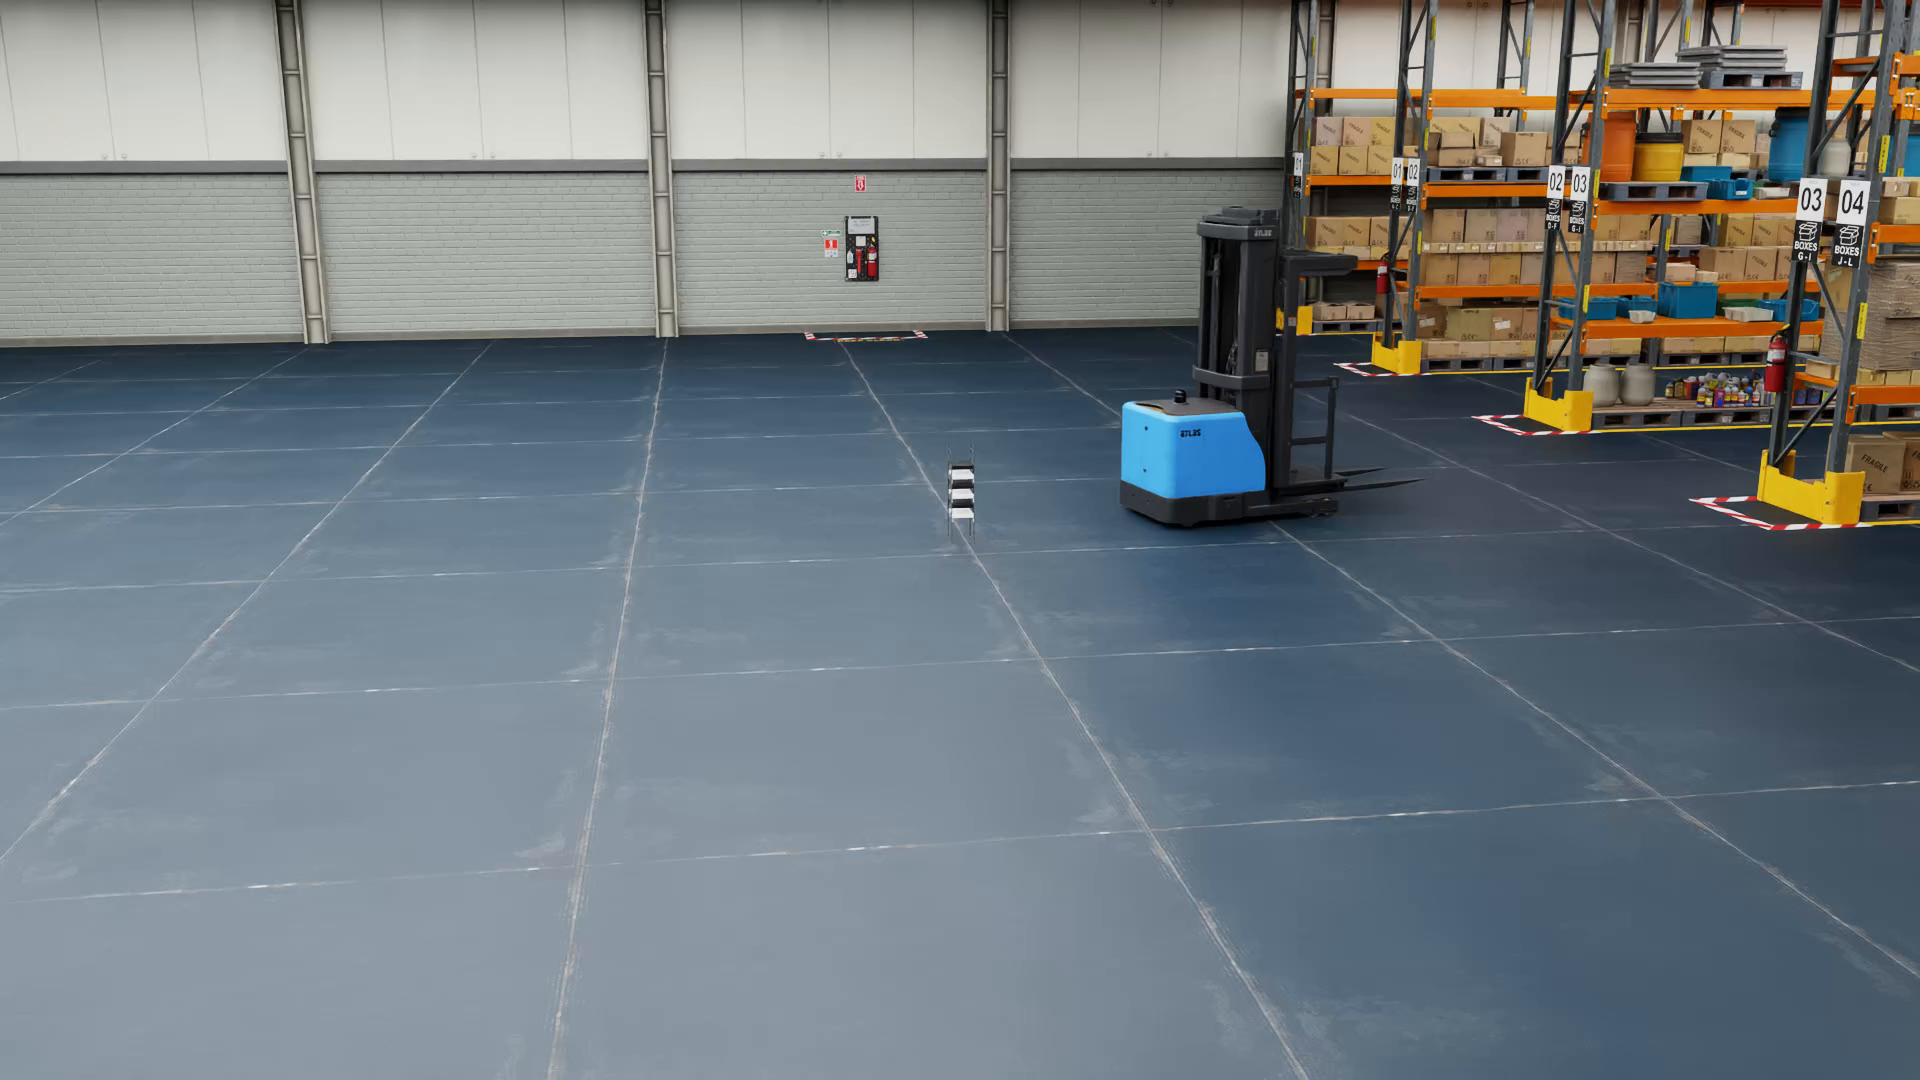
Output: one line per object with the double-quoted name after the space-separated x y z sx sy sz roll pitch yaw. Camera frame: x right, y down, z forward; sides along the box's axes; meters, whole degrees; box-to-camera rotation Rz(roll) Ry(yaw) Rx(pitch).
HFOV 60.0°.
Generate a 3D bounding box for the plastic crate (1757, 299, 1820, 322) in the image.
10.433 -2.900 20.951 0.616 0.251 0.499 -2 14 -8 "plastic crate"

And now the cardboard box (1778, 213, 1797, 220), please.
15.479 -6.164 31.264 0.500 0.250 0.500 -2 14 -8 "cardboard box"

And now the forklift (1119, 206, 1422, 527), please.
3.139 -1.753 16.216 3.031 2.935 1.130 -6 15 -21 "forklift"

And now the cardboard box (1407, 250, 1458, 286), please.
7.261 -4.186 25.570 0.500 0.500 0.700 -2 14 -8 "cardboard box"

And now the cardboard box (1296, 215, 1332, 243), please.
6.490 -5.684 30.474 0.500 0.500 0.500 -2 14 -9 "cardboard box"

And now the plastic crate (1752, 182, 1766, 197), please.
9.886 -4.438 21.047 0.450 0.188 0.336 -2 14 -8 "plastic crate"

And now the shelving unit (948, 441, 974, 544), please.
0.008 -0.437 15.142 0.210 0.900 0.258 -2 14 -8 "shelving unit"

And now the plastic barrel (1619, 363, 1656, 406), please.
8.667 -1.989 21.268 0.421 0.512 0.421 0 14 0 "plastic barrel"

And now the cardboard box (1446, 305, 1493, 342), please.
7.855 -3.342 25.657 0.500 0.500 0.500 -2 14 -8 "cardboard box"

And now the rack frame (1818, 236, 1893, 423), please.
11.487 -3.077 21.353 0.127 3.000 1.000 -2 14 -8 "rack frame"

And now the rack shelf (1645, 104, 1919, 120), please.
12.731 -6.708 25.800 4.000 0.370 1.077 -2 14 -8 "rack shelf"

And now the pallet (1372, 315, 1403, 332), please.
8.143 -4.030 30.884 1.213 0.211 1.003 -2 14 -8 "pallet"

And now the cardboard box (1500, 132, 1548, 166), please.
8.480 -5.893 25.059 0.500 0.500 0.500 -2 14 -8 "cardboard box"

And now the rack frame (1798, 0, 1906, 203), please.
8.270 -4.651 15.295 0.127 3.000 1.000 -2 14 -8 "rack frame"

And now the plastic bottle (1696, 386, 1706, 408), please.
9.371 -1.813 21.017 0.097 0.271 0.097 0 14 0 "plastic bottle"

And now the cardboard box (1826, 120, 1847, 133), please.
16.489 -7.807 31.394 0.500 0.250 0.500 -3 14 -10 "cardboard box"

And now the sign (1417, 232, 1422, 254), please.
6.874 -4.448 24.878 0.005 0.325 0.100 -2 14 -8 "sign"

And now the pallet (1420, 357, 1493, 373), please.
7.548 -2.809 26.016 1.213 0.211 1.003 -2 14 -8 "pallet"

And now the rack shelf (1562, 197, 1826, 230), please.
9.509 -4.111 20.787 4.000 0.370 1.077 -2 14 -8 "rack shelf"

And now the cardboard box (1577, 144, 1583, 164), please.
9.682 -5.978 25.785 0.500 0.311 0.500 -3 14 -11 "cardboard box"

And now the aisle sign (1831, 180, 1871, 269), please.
8.253 -2.927 15.412 0.004 0.787 0.394 -2 14 -8 "aisle sign"

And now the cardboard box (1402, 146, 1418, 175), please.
8.000 -6.835 29.926 0.500 0.500 0.500 -1 14 -5 "cardboard box"

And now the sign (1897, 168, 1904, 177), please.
11.558 -4.404 20.458 0.005 0.325 0.100 -2 14 -8 "sign"

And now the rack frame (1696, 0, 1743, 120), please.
13.967 -8.515 30.704 0.127 3.000 1.000 -2 14 -8 "rack frame"

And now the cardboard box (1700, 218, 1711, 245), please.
14.394 -5.888 31.704 0.500 0.500 0.500 -2 14 -8 "cardboard box"

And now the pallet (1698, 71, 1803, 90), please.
9.467 -5.620 20.370 1.213 0.211 1.003 -2 14 -8 "pallet"

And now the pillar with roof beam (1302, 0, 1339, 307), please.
7.261 -7.423 26.349 0.400 9.000 9.100 -2 14 -8 "pillar with roof beam"

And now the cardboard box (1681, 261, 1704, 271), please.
11.595 -4.280 26.424 0.258 0.266 0.396 -2 14 -10 "cardboard box"

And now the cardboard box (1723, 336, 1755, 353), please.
12.206 -3.131 26.359 0.500 0.250 0.500 -3 14 -10 "cardboard box"

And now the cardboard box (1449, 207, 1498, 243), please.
7.833 -4.838 25.501 0.500 0.500 0.700 -2 14 -10 "cardboard box"

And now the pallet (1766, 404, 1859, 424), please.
10.817 -1.710 21.635 1.213 0.211 1.003 -2 14 -8 "pallet"

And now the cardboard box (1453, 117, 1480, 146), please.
9.013 -7.352 29.932 0.500 0.500 0.500 -1 14 -5 "cardboard box"

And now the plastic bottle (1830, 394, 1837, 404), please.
11.175 -1.845 21.289 0.097 0.201 0.097 0 14 0 "plastic bottle"

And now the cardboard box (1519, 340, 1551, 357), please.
8.844 -3.014 25.889 0.500 0.250 0.500 -2 14 -8 "cardboard box"

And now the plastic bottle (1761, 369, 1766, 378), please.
10.627 -2.076 21.903 0.185 0.351 0.144 -2 14 -7 "plastic bottle"

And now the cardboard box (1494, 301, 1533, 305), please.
8.765 -3.506 26.311 0.500 0.500 0.500 -2 14 -8 "cardboard box"

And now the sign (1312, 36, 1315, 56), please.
6.137 -8.586 28.904 0.005 0.325 0.100 -2 14 -8 "sign"

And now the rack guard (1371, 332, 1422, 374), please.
6.774 -2.910 25.827 0.348 0.500 1.175 -2 14 -8 "rack guard"

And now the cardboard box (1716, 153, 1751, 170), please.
11.906 -5.895 25.869 0.500 0.250 0.500 -4 15 -14 "cardboard box"

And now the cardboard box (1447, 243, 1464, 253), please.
7.478 -4.459 25.326 0.250 0.149 0.380 -2 14 -10 "cardboard box"

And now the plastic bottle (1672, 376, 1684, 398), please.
9.395 -2.009 21.772 0.133 0.283 0.061 -2 14 -7 "plastic bottle"

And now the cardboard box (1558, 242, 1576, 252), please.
9.260 -4.525 25.587 0.250 0.149 0.380 -2 14 -7 "cardboard box"

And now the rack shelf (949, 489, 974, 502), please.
0.008 -0.404 15.150 0.200 0.077 0.258 -2 14 -8 "rack shelf"

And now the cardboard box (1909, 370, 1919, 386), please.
9.087 -1.582 15.907 0.250 0.149 0.380 -2 14 -8 "cardboard box"

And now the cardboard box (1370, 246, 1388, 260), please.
7.602 -5.233 30.216 0.500 0.250 0.500 -2 14 -9 "cardboard box"

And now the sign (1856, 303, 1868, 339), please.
8.351 -2.030 15.399 0.005 0.325 0.100 -2 14 -8 "sign"

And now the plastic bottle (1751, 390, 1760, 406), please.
10.110 -1.806 21.133 0.097 0.201 0.097 0 14 0 "plastic bottle"

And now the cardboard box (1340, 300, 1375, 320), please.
7.317 -4.248 30.647 0.500 0.311 0.500 -1 14 -4 "cardboard box"

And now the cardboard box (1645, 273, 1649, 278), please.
12.689 -4.926 31.416 0.500 0.250 0.500 -2 14 -7 "cardboard box"
